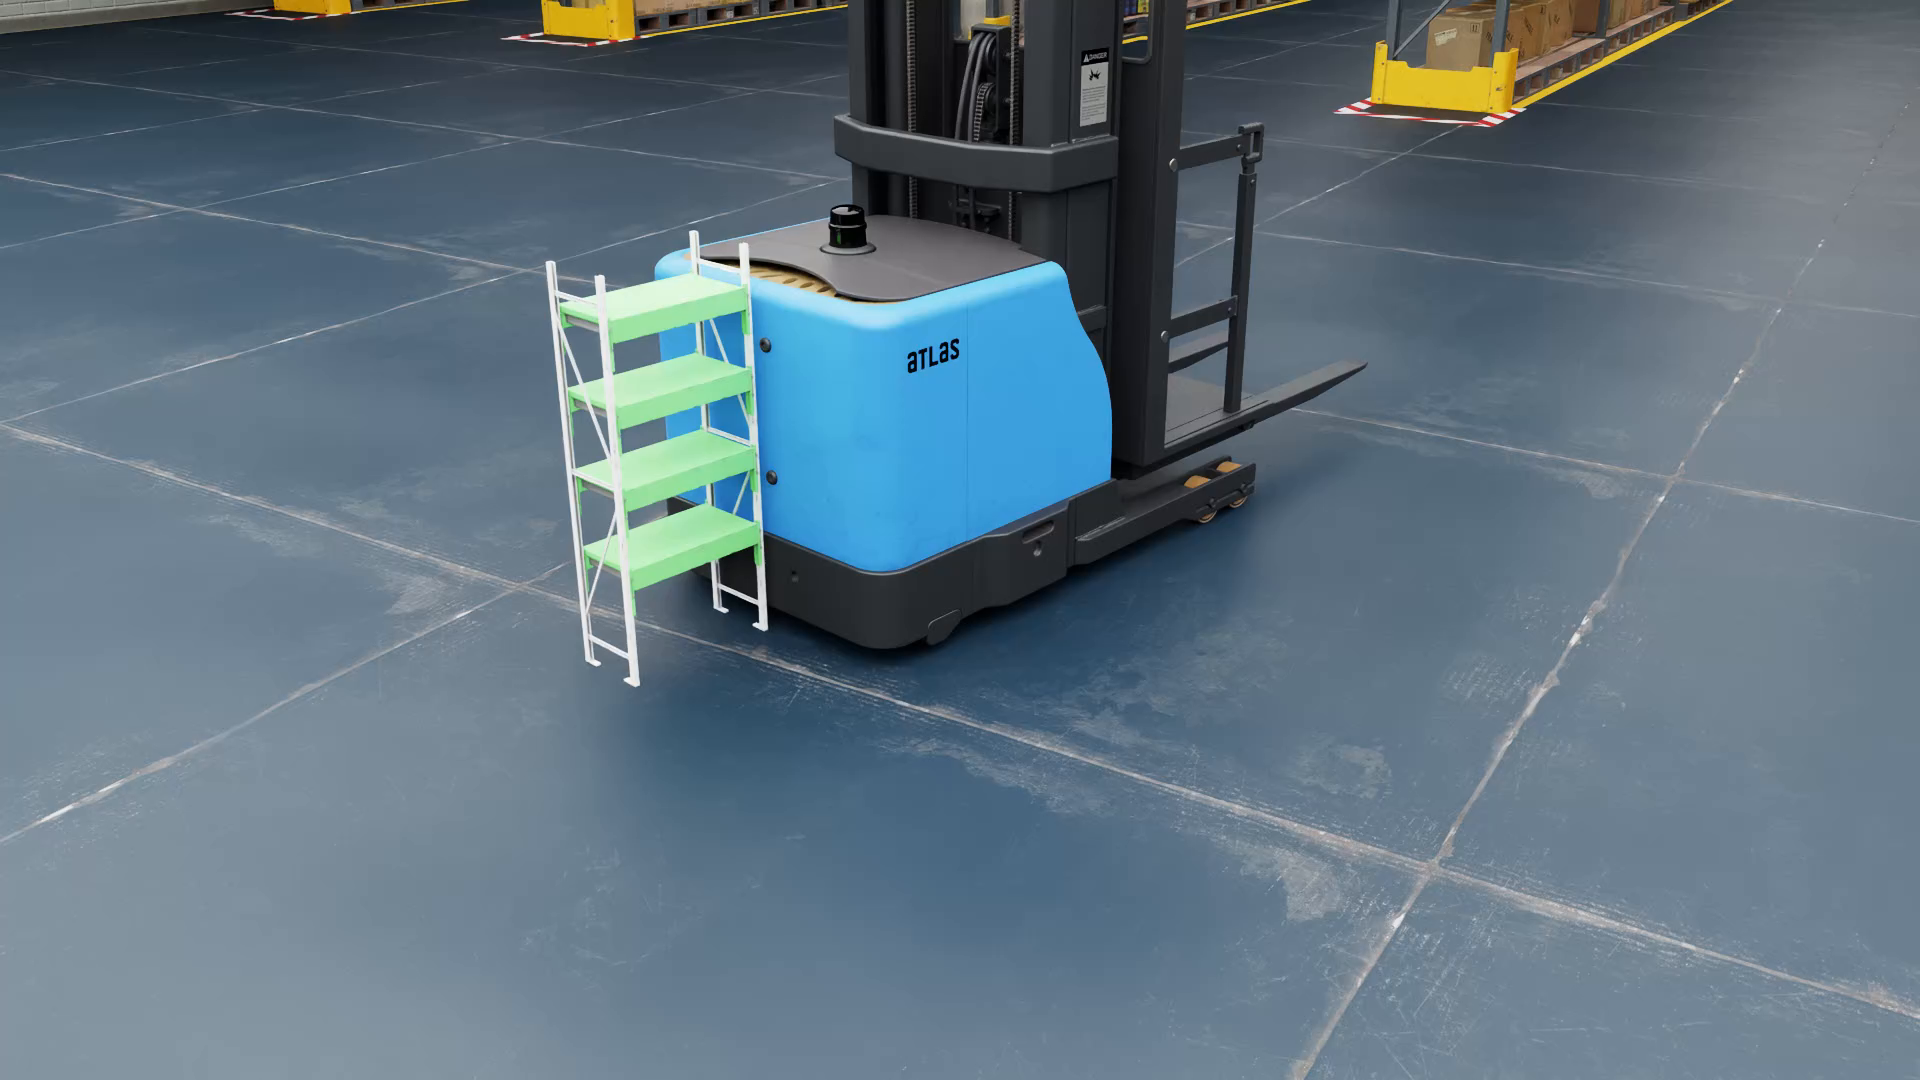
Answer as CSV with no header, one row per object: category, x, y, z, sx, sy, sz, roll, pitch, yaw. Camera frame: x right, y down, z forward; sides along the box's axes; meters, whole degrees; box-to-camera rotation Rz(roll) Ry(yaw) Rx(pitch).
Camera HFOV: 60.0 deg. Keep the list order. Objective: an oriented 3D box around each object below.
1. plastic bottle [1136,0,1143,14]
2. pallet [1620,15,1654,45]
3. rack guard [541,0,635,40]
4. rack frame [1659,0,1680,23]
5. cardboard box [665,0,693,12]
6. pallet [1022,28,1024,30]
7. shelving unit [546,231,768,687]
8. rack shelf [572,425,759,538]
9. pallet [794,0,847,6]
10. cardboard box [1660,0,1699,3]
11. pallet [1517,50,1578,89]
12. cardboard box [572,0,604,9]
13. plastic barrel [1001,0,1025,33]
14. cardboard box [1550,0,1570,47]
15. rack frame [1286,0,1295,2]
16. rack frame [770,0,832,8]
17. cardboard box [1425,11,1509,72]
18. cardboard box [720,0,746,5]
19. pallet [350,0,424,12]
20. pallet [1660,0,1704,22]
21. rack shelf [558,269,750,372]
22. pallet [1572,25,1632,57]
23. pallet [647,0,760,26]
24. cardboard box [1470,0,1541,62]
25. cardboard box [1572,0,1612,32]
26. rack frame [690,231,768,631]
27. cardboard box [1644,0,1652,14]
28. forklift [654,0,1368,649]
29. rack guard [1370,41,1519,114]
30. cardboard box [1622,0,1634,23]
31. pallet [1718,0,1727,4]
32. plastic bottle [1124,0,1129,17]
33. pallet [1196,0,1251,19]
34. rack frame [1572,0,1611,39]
plastic bottle,2.072,-6.250,19.278,0.061,0.283,0.133,15,28,32
pallet,7.306,-5.885,19.079,1.003,0.211,1.213,14,27,29
rack guard,-4.283,-6.060,19.120,1.175,0.500,0.348,14,27,29
rack frame,8.364,-7.839,20.081,1.000,3.000,0.127,14,27,29
cardboard box,-3.538,-6.450,19.807,0.500,0.250,0.500,14,27,29
pallet,1.014,-5.615,18.456,1.003,0.211,1.213,14,27,29
shelving unit,-0.849,-0.234,4.780,0.258,1.200,0.503,20,30,38
rack shelf,-0.849,-0.175,4.805,0.258,0.148,0.480,20,30,38
pallet,-1.805,-7.543,22.908,1.003,0.211,1.213,14,27,29
cardboard box,8.745,-7.285,20.948,1.225,0.875,0.875,12,26,27
pallet,5.287,-4.561,16.021,1.003,0.211,1.213,14,27,29
cardboard box,-4.238,-6.389,19.666,0.500,0.250,0.500,14,27,29
plastic barrel,0.483,-5.635,17.593,0.421,0.512,0.421,0,23,0
cardboard box,5.713,-5.213,16.633,0.500,0.500,0.500,-18,29,-36
rack frame,4.156,-8.876,22.479,1.000,3.000,0.127,14,27,29
rack frame,-2.160,-8.566,21.761,1.000,3.000,0.127,14,27,29
cardboard box,4.487,-4.391,14.736,0.500,0.500,0.500,20,30,38
cardboard box,-3.006,-6.787,20.584,0.500,0.250,0.500,14,27,29
pallet,-7.982,-7.265,22.267,1.003,0.211,1.213,14,27,29
pallet,8.844,-6.809,21.213,1.003,0.211,1.213,14,27,29
rack shelf,-0.849,-0.616,4.614,0.258,0.148,0.480,20,30,38
pallet,6.663,-5.472,18.124,1.003,0.211,1.213,14,27,29
pallet,-3.258,-6.613,20.760,1.003,0.211,1.213,14,27,29
cardboard box,5.120,-4.808,15.697,0.500,0.500,0.500,17,29,34
cardboard box,6.596,-5.746,17.840,0.700,0.500,0.500,12,26,25
rack frame,-0.684,-0.305,4.944,0.240,1.200,0.015,20,30,38
cardboard box,7.746,-6.473,19.520,0.700,0.500,0.500,11,26,25
forklift,0.422,-1.527,5.588,1.130,2.935,3.031,20,30,38
rack guard,4.184,-4.017,14.400,1.175,0.500,0.348,14,27,29
cardboard box,7.158,-6.092,18.639,0.700,0.500,0.500,11,26,24
pallet,10.131,-7.633,23.116,1.003,0.211,1.213,14,27,29
plastic bottle,1.850,-6.170,19.008,0.144,0.351,0.185,12,26,26
pallet,3.070,-6.933,21.500,1.003,0.211,1.213,14,27,29
rack frame,6.254,-6.489,16.963,1.000,3.000,0.127,14,27,29
